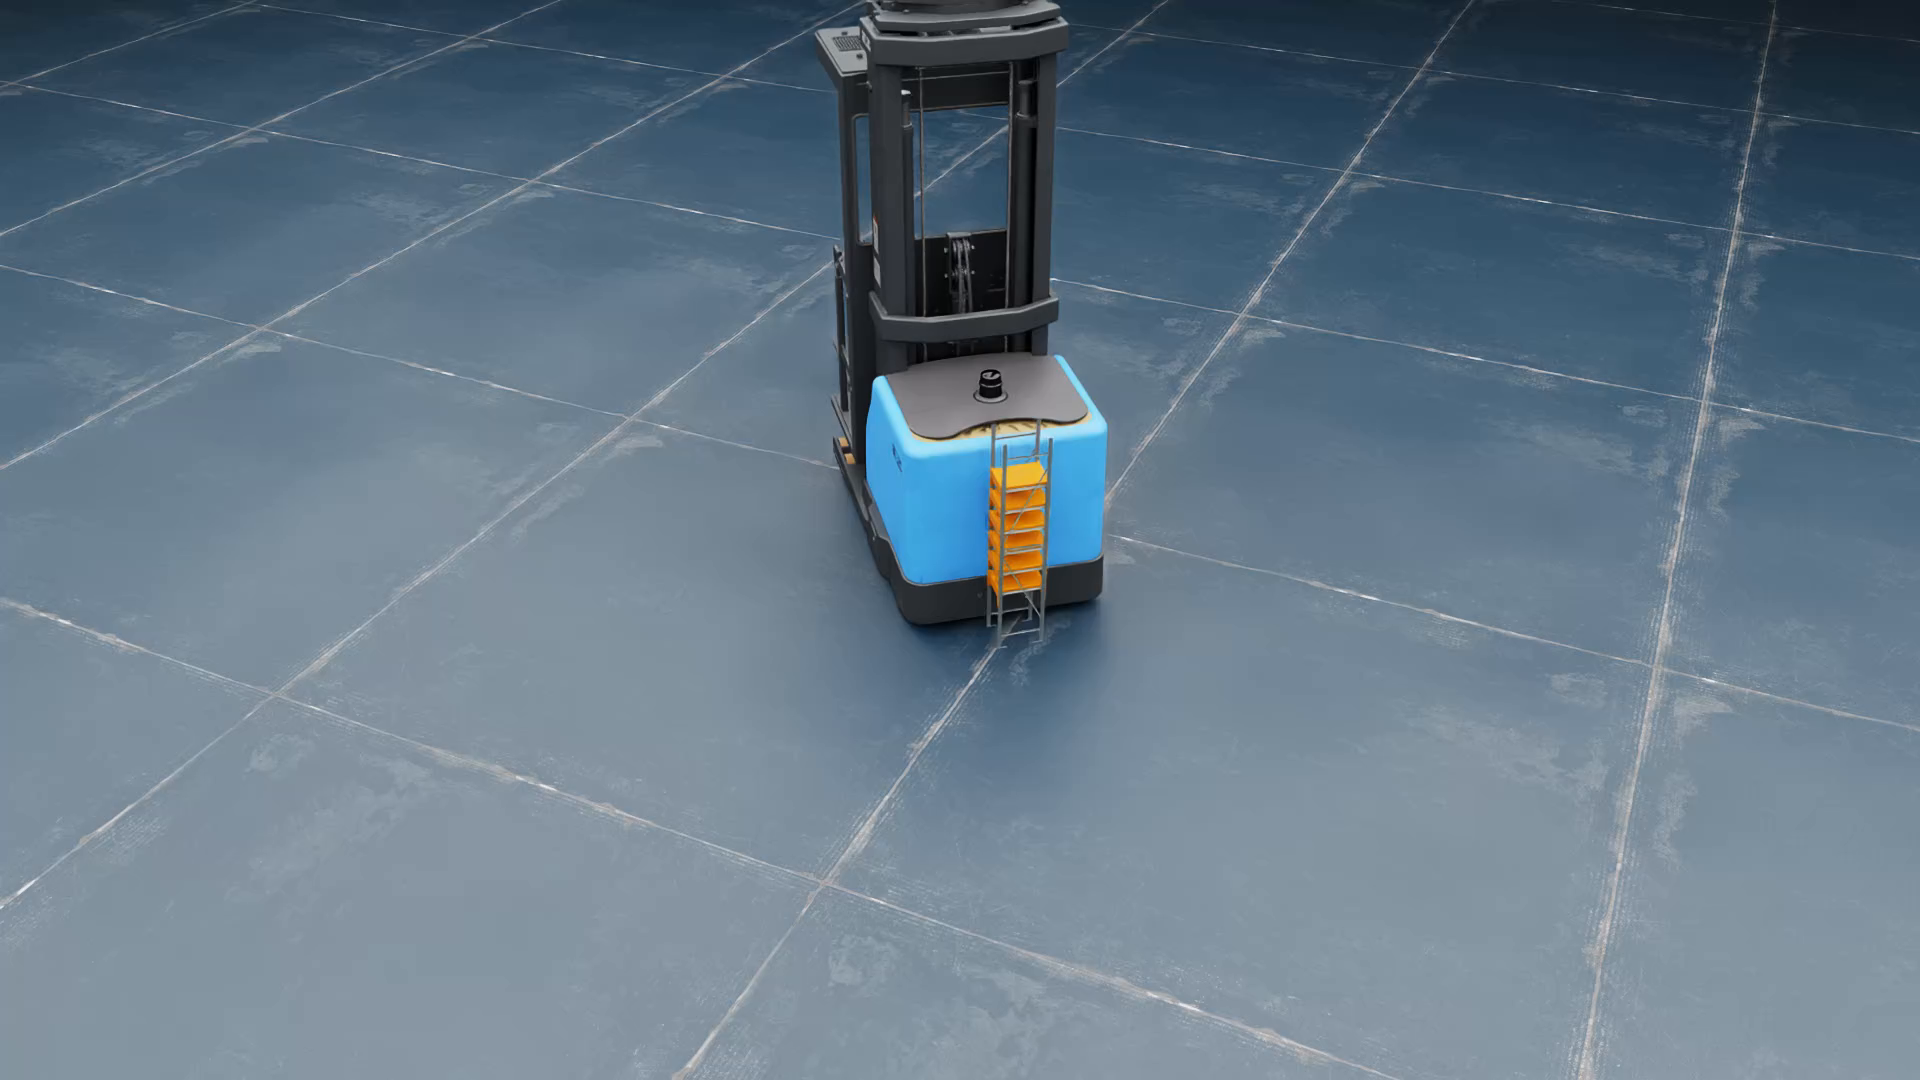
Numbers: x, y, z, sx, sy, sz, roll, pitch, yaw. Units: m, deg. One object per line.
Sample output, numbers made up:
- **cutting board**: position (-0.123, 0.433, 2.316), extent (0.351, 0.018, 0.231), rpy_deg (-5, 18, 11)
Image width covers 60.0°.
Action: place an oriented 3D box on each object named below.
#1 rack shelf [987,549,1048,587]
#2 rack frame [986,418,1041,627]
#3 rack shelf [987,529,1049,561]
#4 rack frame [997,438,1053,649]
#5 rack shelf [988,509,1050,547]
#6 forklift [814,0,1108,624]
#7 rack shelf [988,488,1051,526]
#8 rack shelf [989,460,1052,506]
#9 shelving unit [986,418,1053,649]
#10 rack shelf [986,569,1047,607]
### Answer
- **rack shelf**: position (0.280, 0.120, 8.135), extent (0.258, 0.103, 0.180), rpy_deg (-9, 36, -13)
- **rack frame**: position (0.257, -0.065, 8.112), extent (0.240, 1.200, 0.006), rpy_deg (-9, 36, -13)
- **rack shelf**: position (0.281, 0.022, 8.066), extent (0.258, 0.103, 0.180), rpy_deg (-9, 36, -13)
- **rack frame**: position (0.306, 0.037, 7.968), extent (0.240, 1.200, 0.006), rpy_deg (-9, 36, -13)
- **rack shelf**: position (0.282, -0.076, 7.996), extent (0.258, 0.103, 0.180), rpy_deg (-9, 36, -13)
- **forklift**: position (-0.121, -1.605, 8.893), extent (1.130, 2.935, 3.031), rpy_deg (-8, 34, -12)
- **rack shelf**: position (0.284, -0.174, 7.927), extent (0.258, 0.103, 0.180), rpy_deg (-9, 36, -13)
- **rack shelf**: position (0.285, -0.272, 7.857), extent (0.258, 0.103, 0.180), rpy_deg (-9, 36, -13)
- **shelving unit**: position (0.281, -0.014, 8.040), extent (0.258, 1.200, 0.189), rpy_deg (-9, 36, -13)
- **rack shelf**: position (0.279, 0.218, 8.204), extent (0.258, 0.103, 0.180), rpy_deg (-9, 36, -13)
